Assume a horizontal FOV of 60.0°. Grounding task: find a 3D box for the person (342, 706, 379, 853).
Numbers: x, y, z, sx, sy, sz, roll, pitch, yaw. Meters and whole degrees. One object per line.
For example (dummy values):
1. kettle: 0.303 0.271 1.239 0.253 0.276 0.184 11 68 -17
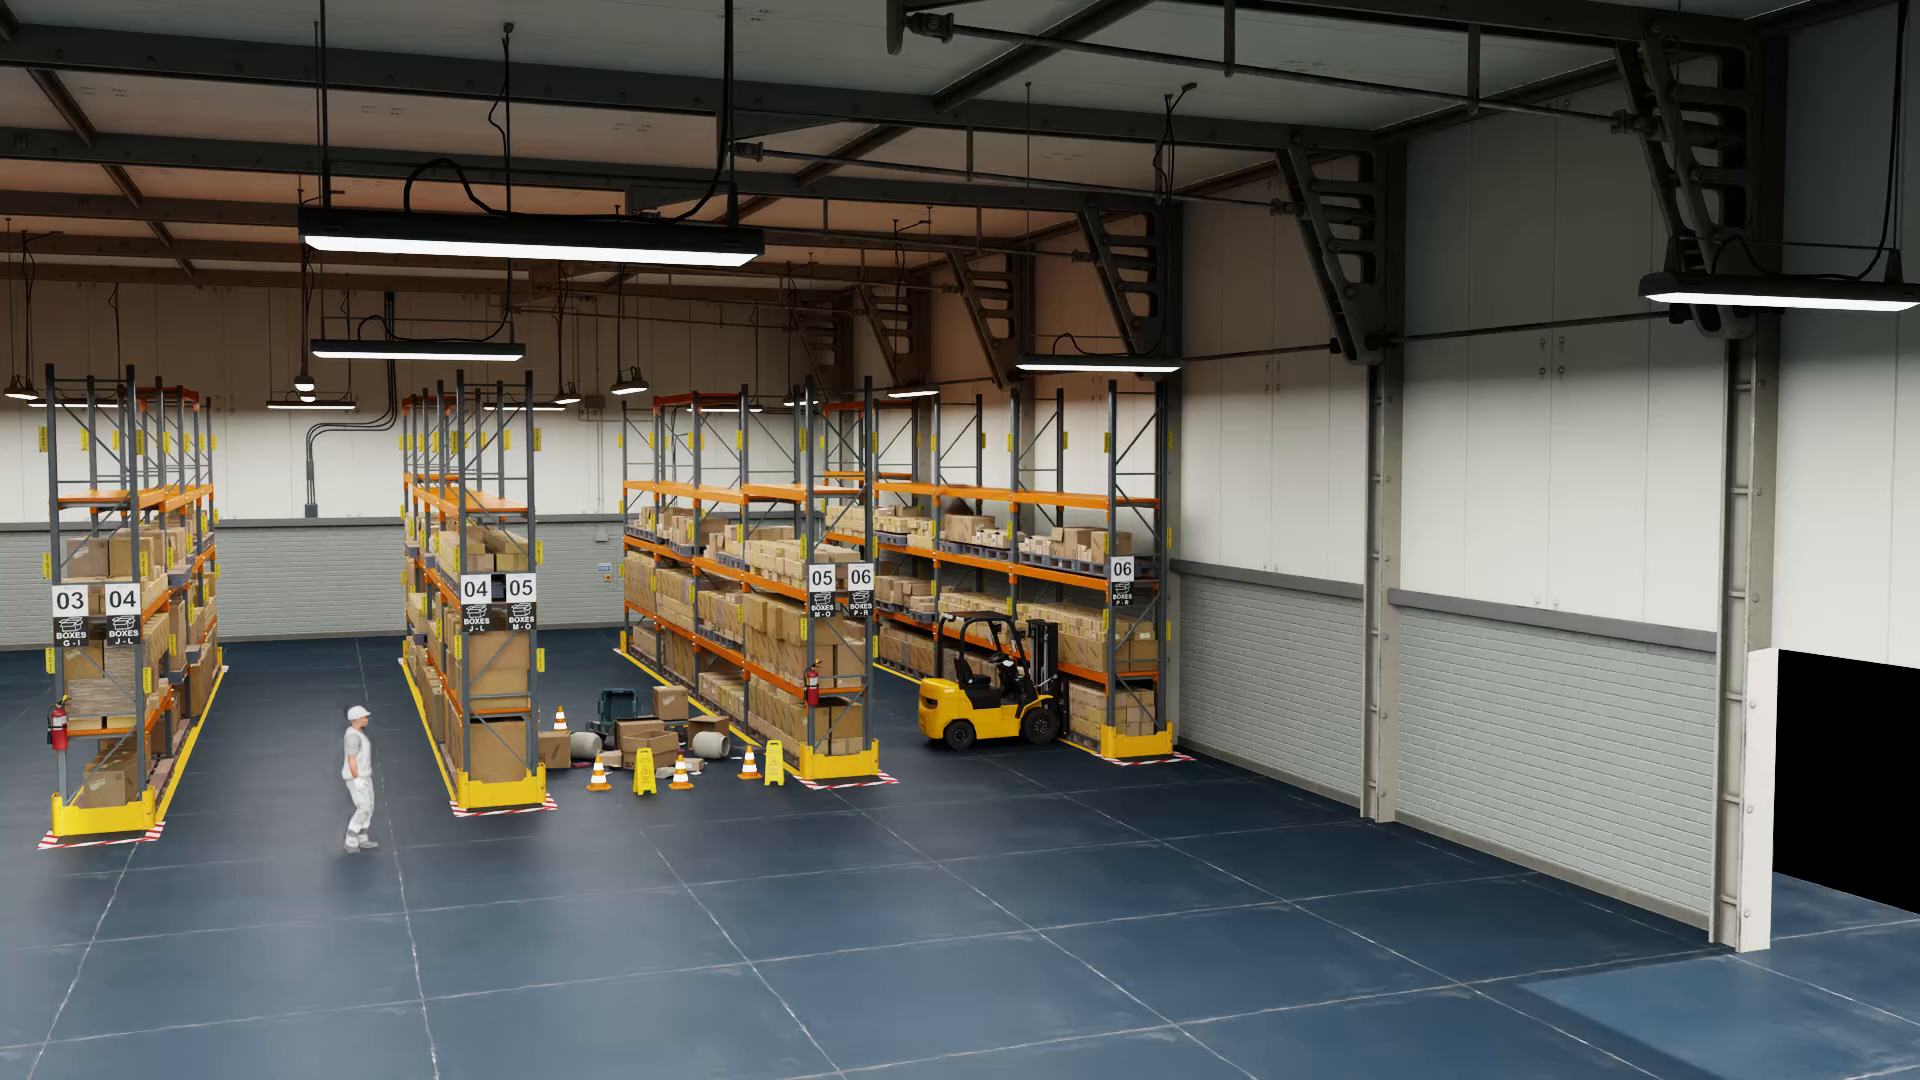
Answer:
1. person: -7.388 2.964 20.496 0.402 1.858 0.593 0 3 -3
